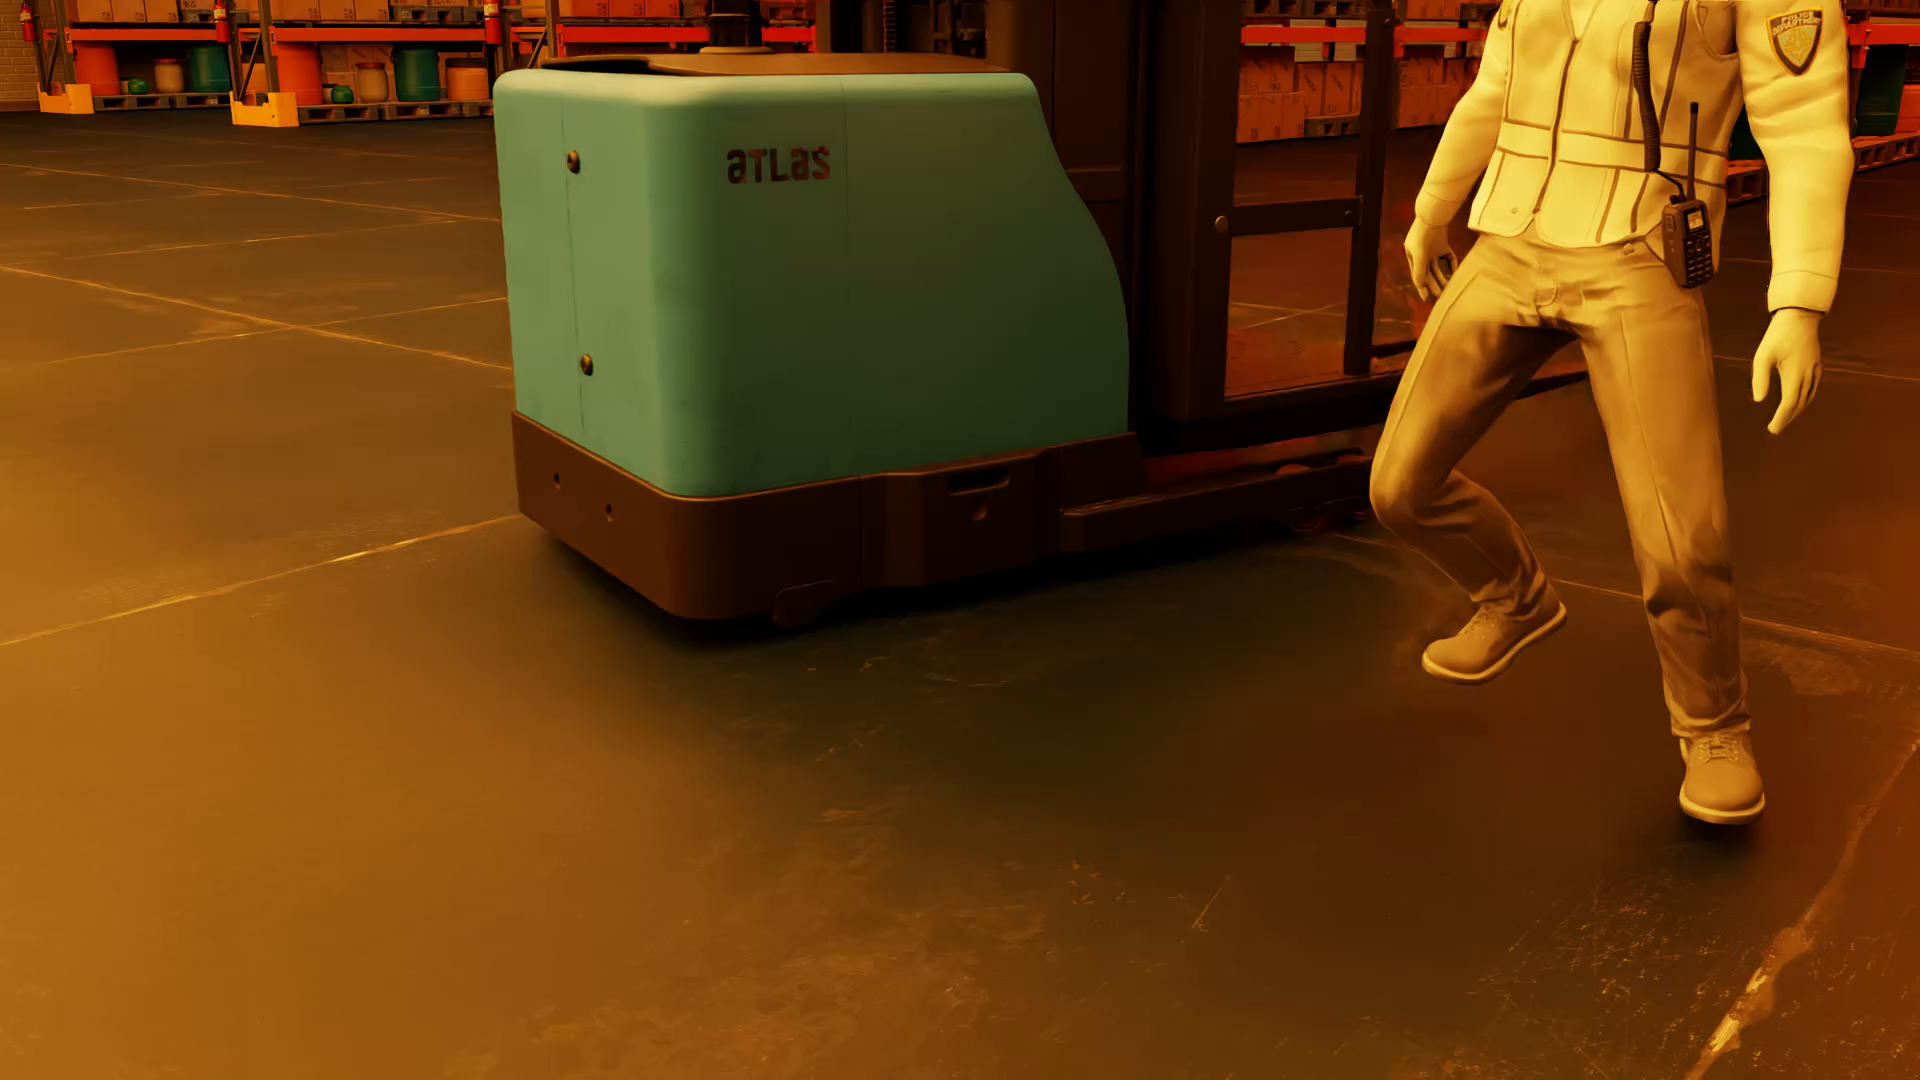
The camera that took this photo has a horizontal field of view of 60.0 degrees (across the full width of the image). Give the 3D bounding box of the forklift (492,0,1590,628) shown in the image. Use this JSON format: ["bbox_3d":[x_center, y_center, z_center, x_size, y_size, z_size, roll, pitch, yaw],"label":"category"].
[{"bbox_3d":[0.466,-1.536,3.956,3.031,2.935,1.130,-11,20,-32],"label":"forklift"}]

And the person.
[{"bbox_3d":[0.958,-0.422,2.521,0.460,1.574,0.817,-10,20,-30],"label":"person"}]
